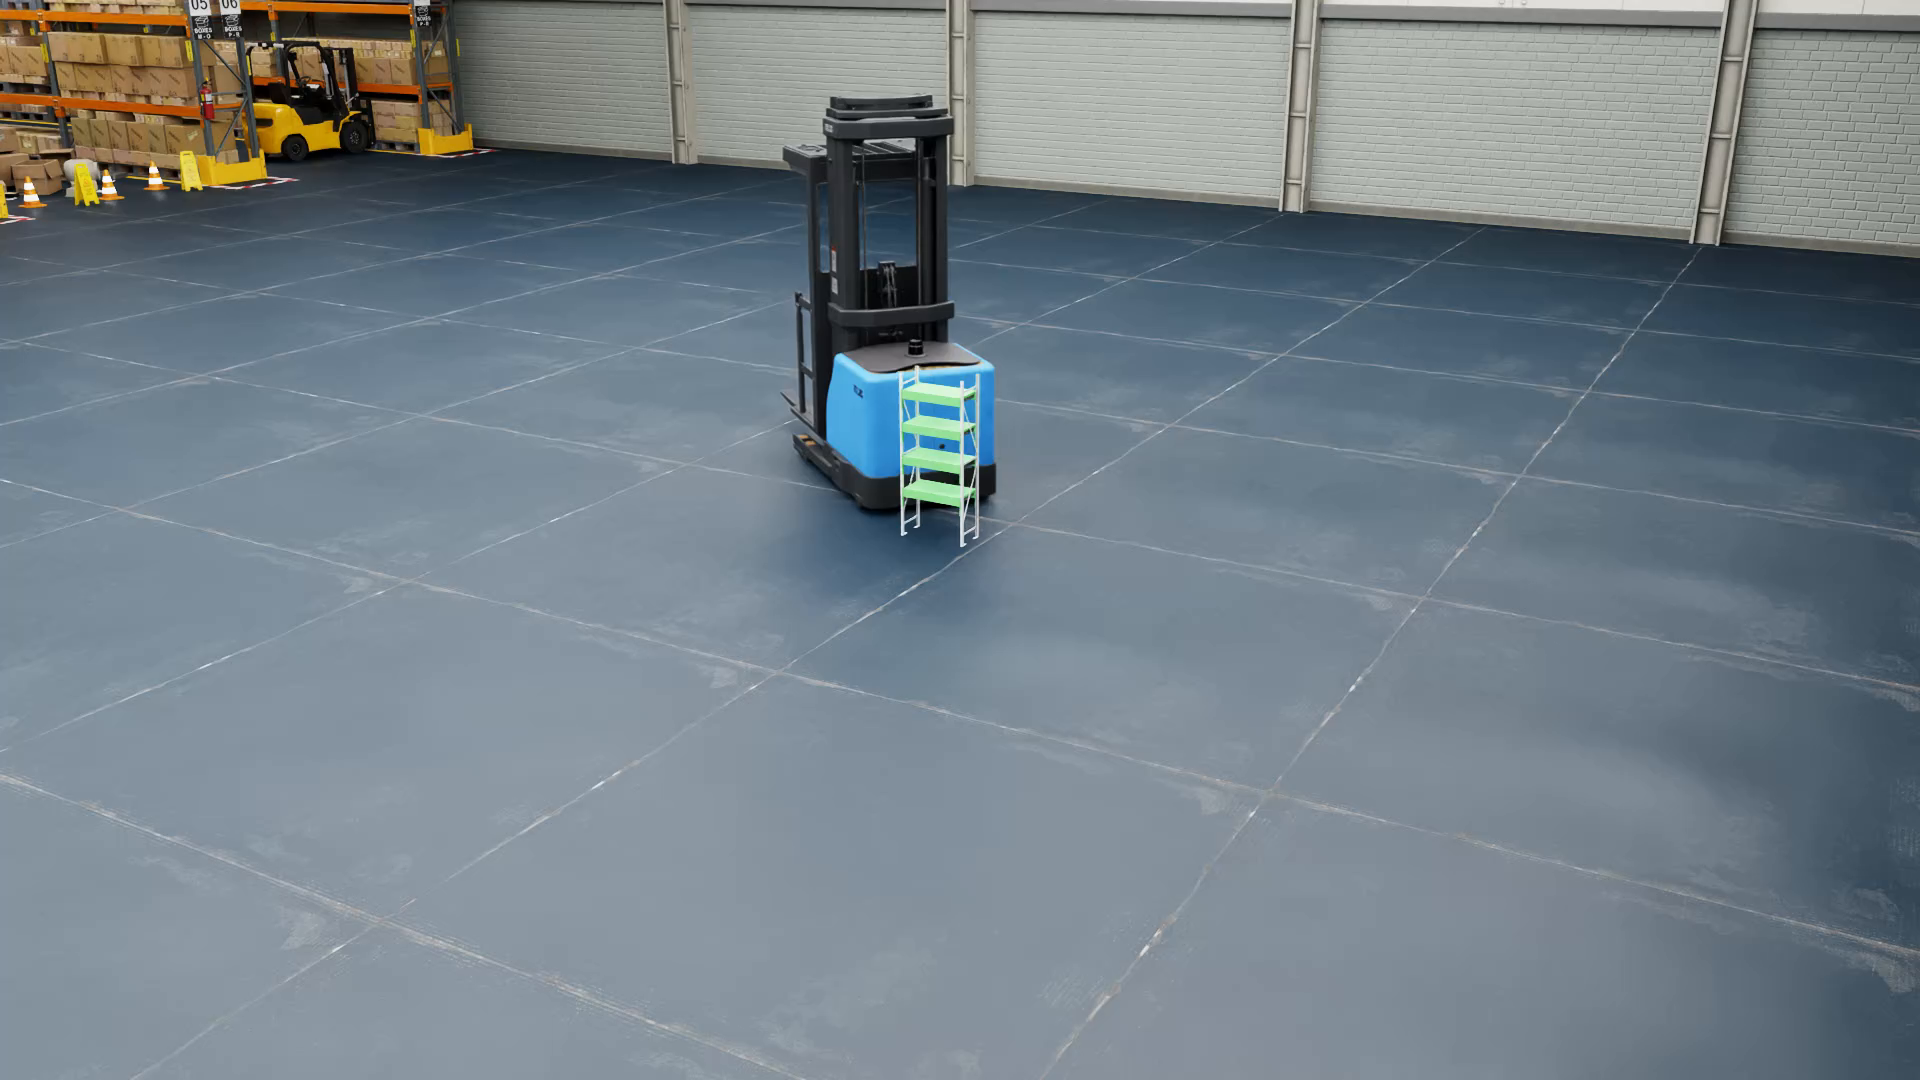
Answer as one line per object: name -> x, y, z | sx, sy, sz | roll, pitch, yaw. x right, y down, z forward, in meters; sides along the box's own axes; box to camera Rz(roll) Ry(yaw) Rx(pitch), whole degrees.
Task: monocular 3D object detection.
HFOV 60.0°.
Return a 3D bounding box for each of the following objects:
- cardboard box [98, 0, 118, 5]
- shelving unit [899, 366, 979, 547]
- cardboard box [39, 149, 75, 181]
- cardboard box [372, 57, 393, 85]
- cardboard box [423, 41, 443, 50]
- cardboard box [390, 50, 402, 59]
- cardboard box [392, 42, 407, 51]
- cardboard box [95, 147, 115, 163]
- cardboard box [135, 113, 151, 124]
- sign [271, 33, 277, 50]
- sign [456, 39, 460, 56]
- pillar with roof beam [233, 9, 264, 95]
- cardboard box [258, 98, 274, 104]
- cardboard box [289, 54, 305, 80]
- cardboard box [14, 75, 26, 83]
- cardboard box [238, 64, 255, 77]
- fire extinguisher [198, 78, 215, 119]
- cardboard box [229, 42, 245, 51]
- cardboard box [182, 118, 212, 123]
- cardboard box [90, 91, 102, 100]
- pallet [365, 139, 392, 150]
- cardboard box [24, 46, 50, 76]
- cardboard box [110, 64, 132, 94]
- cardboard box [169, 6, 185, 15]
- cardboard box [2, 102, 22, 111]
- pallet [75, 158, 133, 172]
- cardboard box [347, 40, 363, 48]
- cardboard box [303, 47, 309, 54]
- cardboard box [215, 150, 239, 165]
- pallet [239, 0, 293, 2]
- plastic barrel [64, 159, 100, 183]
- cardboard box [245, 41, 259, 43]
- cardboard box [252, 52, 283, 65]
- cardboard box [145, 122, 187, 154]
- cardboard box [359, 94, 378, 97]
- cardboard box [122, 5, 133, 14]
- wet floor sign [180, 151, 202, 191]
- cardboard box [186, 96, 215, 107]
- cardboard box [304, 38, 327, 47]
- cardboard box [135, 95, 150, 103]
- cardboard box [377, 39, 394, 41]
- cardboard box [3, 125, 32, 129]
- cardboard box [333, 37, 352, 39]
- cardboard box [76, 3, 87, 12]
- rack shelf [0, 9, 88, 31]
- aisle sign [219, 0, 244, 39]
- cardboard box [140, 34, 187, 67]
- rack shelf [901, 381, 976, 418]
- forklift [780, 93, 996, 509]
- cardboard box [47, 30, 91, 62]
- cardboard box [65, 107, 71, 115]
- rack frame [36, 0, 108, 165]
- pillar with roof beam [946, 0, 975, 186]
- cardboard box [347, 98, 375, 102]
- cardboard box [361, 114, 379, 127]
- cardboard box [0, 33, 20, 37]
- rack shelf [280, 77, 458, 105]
cardboard box -> -14.628, -9.458, 28.926 | 0.500, 0.250, 0.500 | 11, 23, 28
shelving unit -> -0.145, -0.592, 11.736 | 0.503, 1.200, 0.258 | 11, 23, 27
cardboard box -> -15.934, -6.630, 29.405 | 0.500, 0.500, 0.500 | -7, 21, -20
cardboard box -> -11.302, -9.340, 33.068 | 0.500, 0.500, 0.500 | 12, 23, 29
cardboard box -> -10.485, -9.811, 32.980 | 0.250, 0.149, 0.380 | 10, 22, 26
cardboard box -> -10.973, -9.560, 32.723 | 0.250, 0.149, 0.380 | 11, 23, 28
cardboard box -> -10.942, -9.720, 32.729 | 0.250, 0.149, 0.380 | 11, 23, 27
cardboard box -> -15.351, -7.028, 30.257 | 0.500, 0.250, 0.500 | 12, 23, 30
cardboard box -> -14.341, -7.468, 29.419 | 0.250, 0.149, 0.380 | 12, 23, 30
sign -> -14.044, -10.209, 34.029 | 0.005, 0.325, 0.100 | 11, 23, 27
sign -> -10.020, -9.809, 33.121 | 0.005, 0.325, 0.100 | 11, 23, 27
pillar with roof beam -> -17.802, -12.121, 32.083 | 0.400, 9.000, 9.100 | 11, 23, 27
cardboard box -> -14.249, -9.030, 35.226 | 0.625, 0.625, 0.875 | 12, 23, 30
cardboard box -> -13.528, -9.761, 34.228 | 0.500, 0.500, 0.500 | 10, 22, 26
cardboard box -> -17.254, -8.551, 30.792 | 0.250, 0.149, 0.380 | 10, 22, 26
cardboard box -> -14.797, -9.883, 34.931 | 0.500, 0.250, 0.500 | 11, 22, 27
fire extinguisher -> -12.838, -7.529, 28.336 | 0.183, 0.674, 0.296 | 11, 23, 27
cardboard box -> -15.109, -10.368, 34.952 | 0.250, 0.149, 0.380 | 10, 22, 26
cardboard box -> -13.763, -7.285, 29.866 | 0.500, 0.500, 0.500 | 10, 22, 25
cardboard box -> -15.396, -8.008, 29.911 | 0.250, 0.149, 0.380 | 12, 23, 29
pallet -> -12.045, -8.207, 34.181 | 1.213, 0.211, 1.003 | 11, 23, 27
cardboard box -> -16.721, -8.780, 30.472 | 0.500, 0.500, 0.500 | 10, 22, 26
cardboard box -> -14.625, -8.176, 29.422 | 0.500, 0.500, 0.500 | 11, 23, 28
cardboard box -> -13.162, -8.990, 28.219 | 0.250, 0.149, 0.380 | 11, 23, 28
cardboard box -> -22.143, -10.427, 39.261 | 0.500, 0.500, 0.700 | 10, 22, 25
pallet -> -15.602, -6.975, 30.784 | 1.213, 0.211, 1.003 | 11, 23, 27
cardboard box -> -12.054, -9.942, 33.340 | 0.250, 0.149, 0.380 | 11, 23, 28
cardboard box -> -13.170, -10.008, 33.959 | 0.250, 0.149, 0.380 | 11, 23, 27
cardboard box -> -13.283, -6.843, 29.748 | 0.500, 0.250, 0.500 | 11, 22, 27
pallet -> -14.565, -11.328, 34.578 | 1.217, 0.209, 0.805 | 10, 22, 25
plastic barrel -> -15.255, -6.403, 28.897 | 0.512, 0.421, 0.421 | -7, 21, -20
cardboard box -> -15.078, -10.567, 35.500 | 0.250, 0.149, 0.380 | 11, 22, 27
cardboard box -> -14.342, -10.035, 34.618 | 0.500, 0.250, 0.500 | 10, 22, 26
cardboard box -> -13.998, -7.121, 29.413 | 0.500, 0.500, 0.500 | 12, 23, 29
cardboard box -> -12.380, -9.048, 34.360 | 0.500, 0.250, 0.500 | 11, 23, 28
cardboard box -> -14.266, -9.211, 28.829 | 0.250, 0.149, 0.380 | 10, 22, 26
wet floor sign -> -13.070, -6.265, 28.190 | 0.267, 0.644, 0.232 | -16, 26, -38
cardboard box -> -13.144, -7.602, 28.792 | 0.250, 0.149, 0.380 | 12, 23, 29
cardboard box -> -13.155, -10.159, 33.940 | 0.250, 0.149, 0.380 | 10, 22, 26
cardboard box -> -14.295, -7.794, 29.321 | 0.250, 0.149, 0.380 | 11, 22, 27
cardboard box -> -11.567, -10.060, 33.664 | 0.250, 0.149, 0.380 | 10, 22, 26
cardboard box -> -18.561, -7.797, 32.199 | 0.625, 0.372, 0.950 | 10, 22, 26
cardboard box -> -12.677, -10.277, 34.263 | 0.250, 0.149, 0.380 | 10, 22, 26
cardboard box -> -15.382, -9.432, 29.438 | 0.250, 0.149, 0.380 | 12, 23, 29
rack shelf -> -17.952, -9.792, 31.116 | 4.000, 0.370, 1.077 | 11, 23, 27
aisle sign -> -12.508, -9.026, 28.536 | 0.004, 0.787, 0.394 | 11, 23, 27
cardboard box -> -13.704, -8.485, 28.809 | 0.500, 0.500, 0.700 | 11, 23, 28
rack shelf -> -0.144, -0.983, 11.595 | 0.480, 0.148, 0.258 | 11, 23, 27
forklift -> -0.739, -2.071, 13.277 | 1.130, 2.935, 3.031 | -8, 21, -20
cardboard box -> -15.927, -8.906, 29.970 | 0.500, 0.500, 0.700 | 11, 22, 27
cardboard box -> -20.460, -10.071, 38.279 | 0.500, 0.500, 0.500 | 12, 23, 30
rack frame -> -16.206, -8.387, 30.587 | 0.127, 3.000, 1.000 | 11, 23, 27
pillar with roof beam -> -2.088, -9.127, 23.830 | 0.400, 9.000, 9.100 | 11, 23, 27
cardboard box -> -12.183, -8.809, 33.702 | 0.500, 0.250, 0.500 | 10, 22, 26
cardboard box -> -11.767, -8.494, 33.566 | 0.500, 0.250, 0.500 | 10, 22, 26
cardboard box -> -18.132, -9.553, 31.653 | 0.250, 0.149, 0.380 | 10, 22, 25
rack shelf -> -12.042, -9.195, 33.869 | 4.000, 0.370, 1.077 | 11, 23, 27
